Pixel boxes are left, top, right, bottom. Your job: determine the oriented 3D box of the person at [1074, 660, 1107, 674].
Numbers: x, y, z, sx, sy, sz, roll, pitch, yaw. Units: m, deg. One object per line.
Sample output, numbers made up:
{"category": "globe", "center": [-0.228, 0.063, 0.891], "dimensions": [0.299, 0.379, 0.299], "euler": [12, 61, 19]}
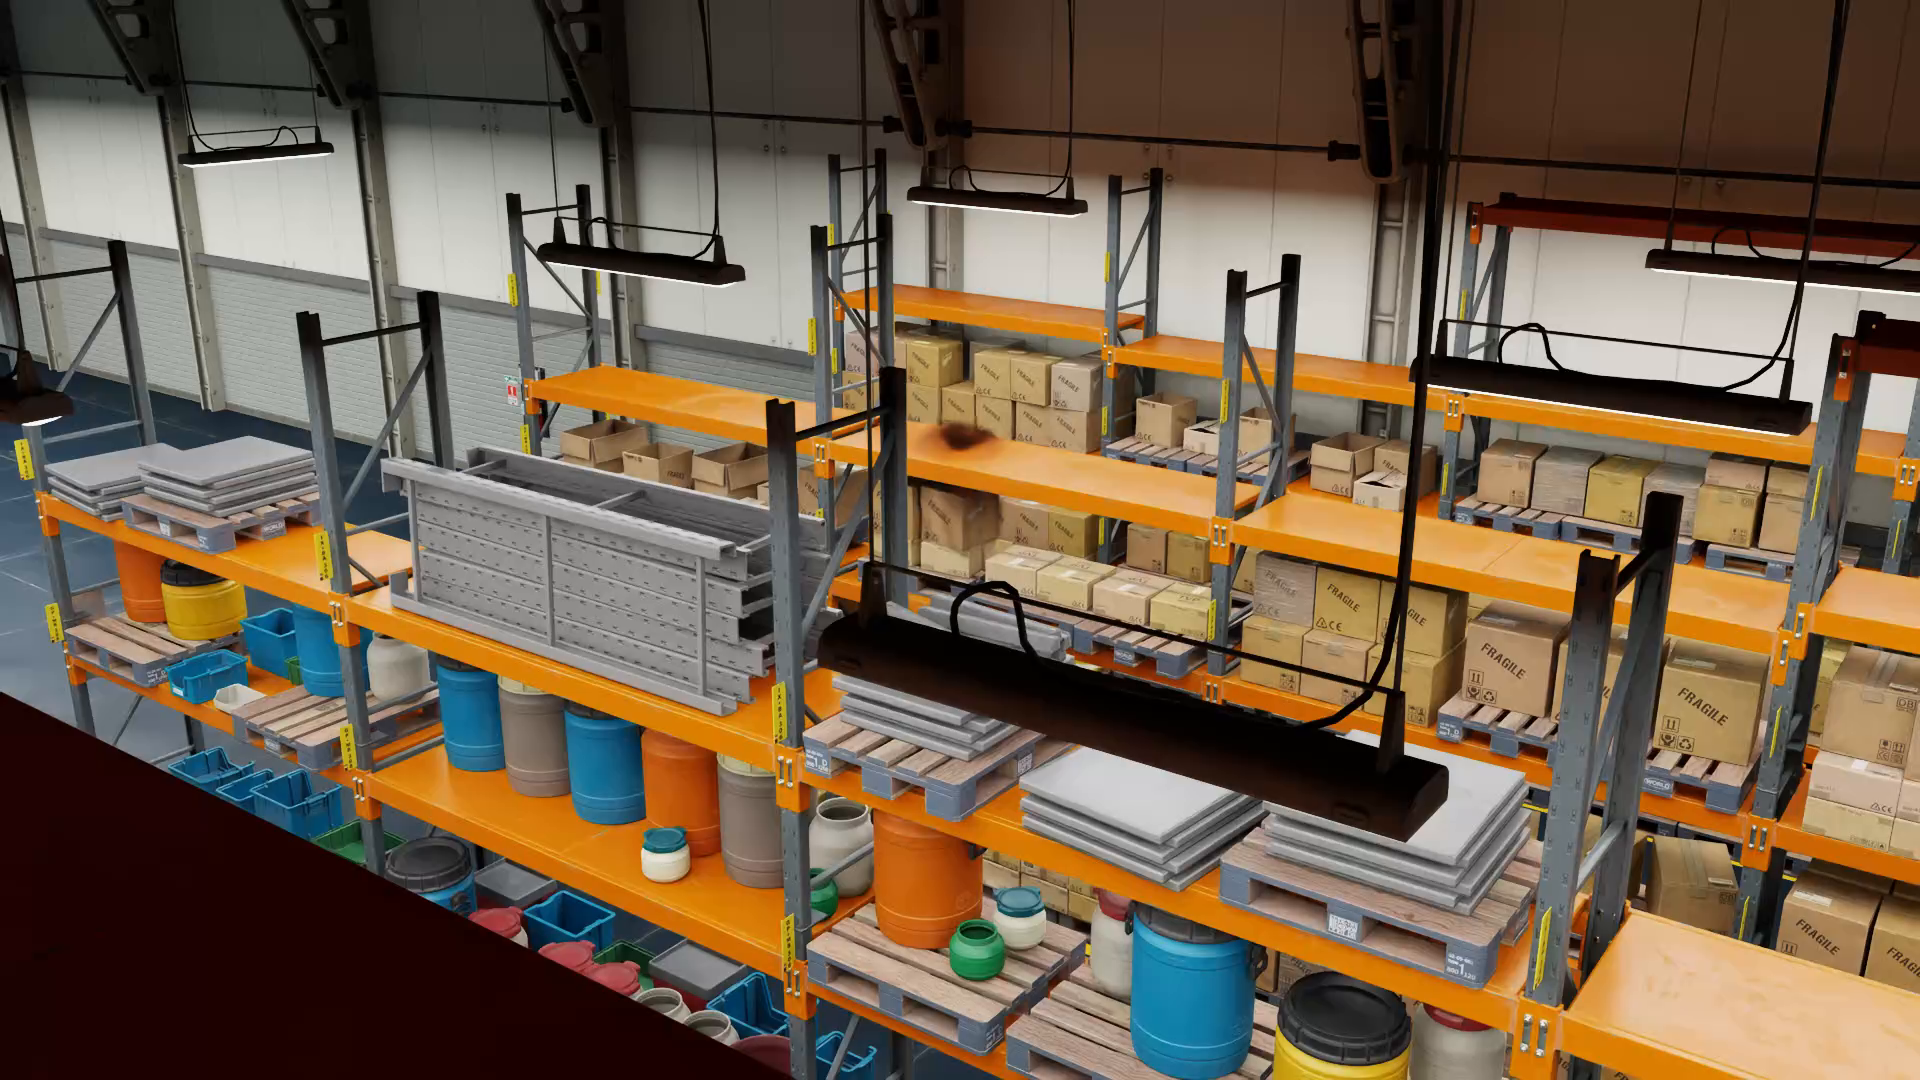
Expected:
{"category": "person", "center": [1.304, 1.398, 18.196], "dimensions": [0.828, 1.716, 0.701], "euler": [-6, 19, -16]}
